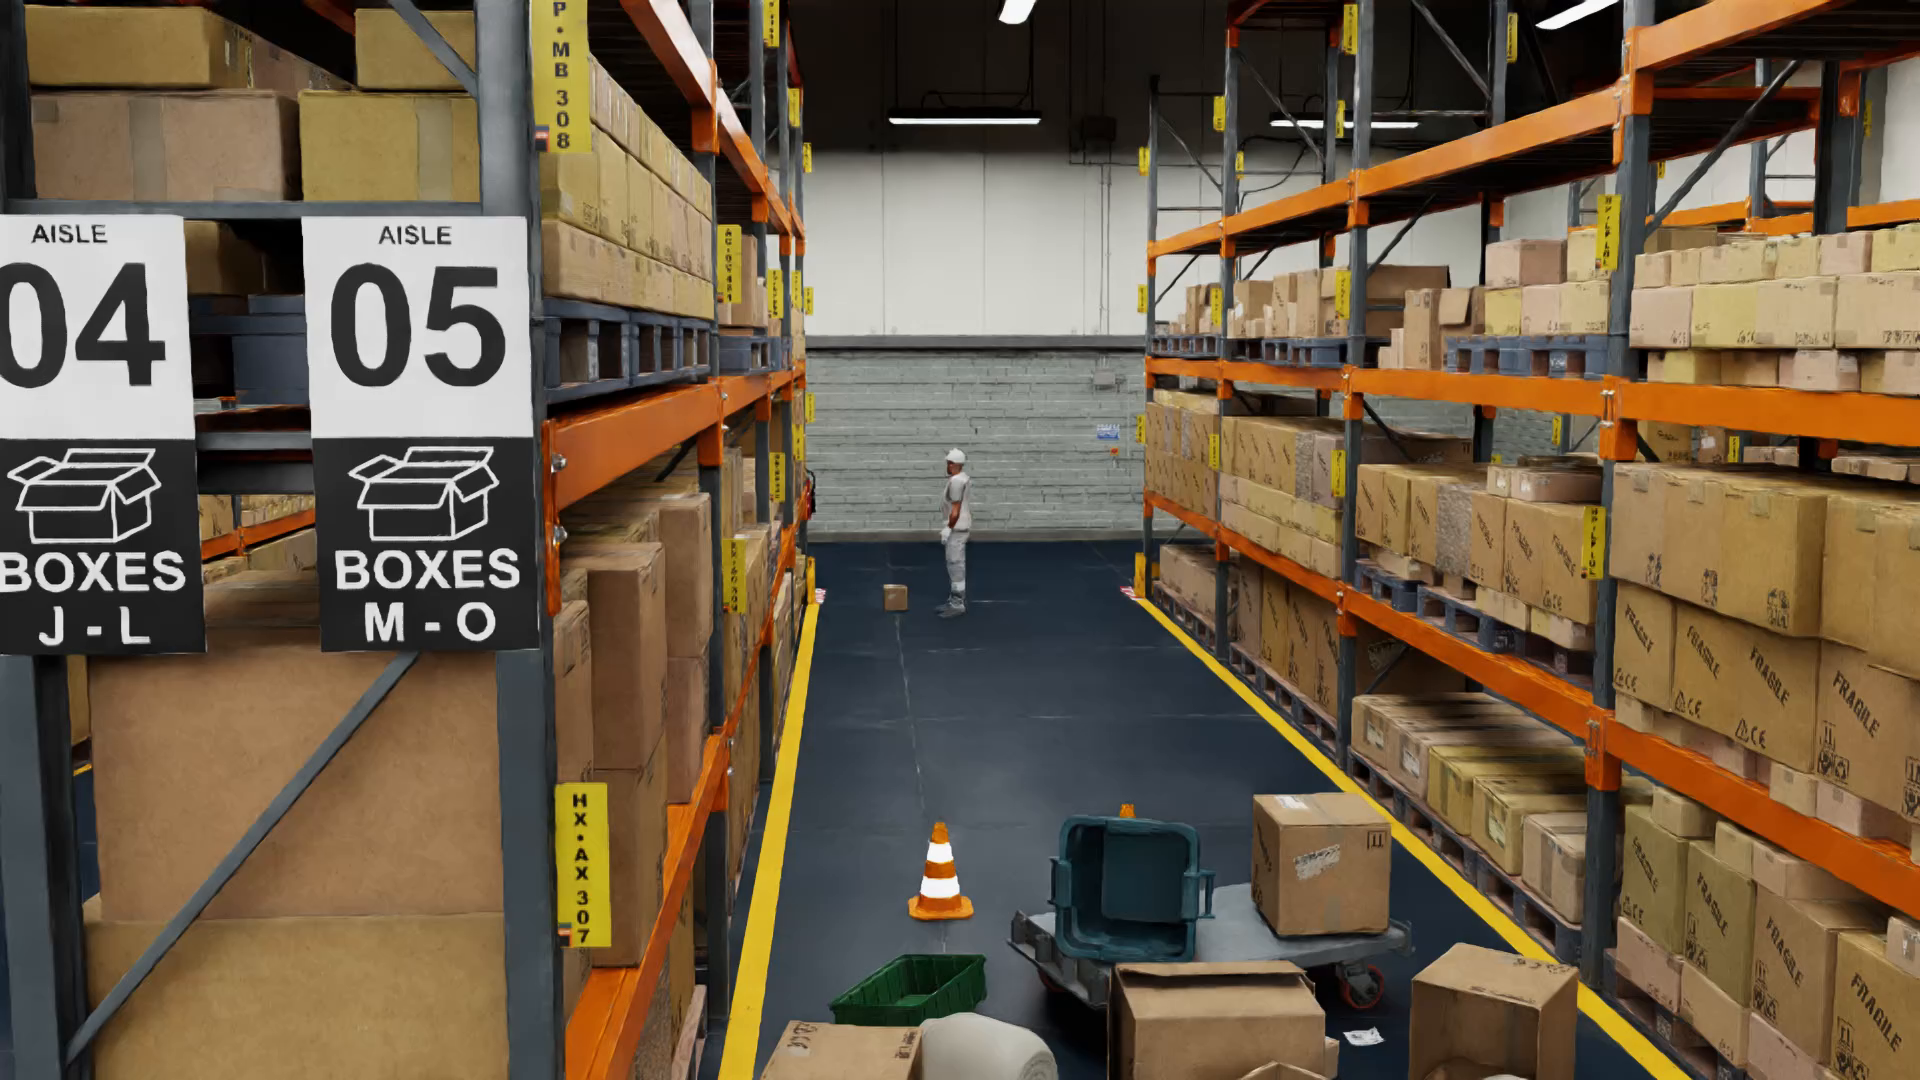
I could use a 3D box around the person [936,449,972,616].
[{"bbox_3d":[-0.071,-0.090,18.314,0.408,1.825,0.599,1,7,10],"label":"person"}]
